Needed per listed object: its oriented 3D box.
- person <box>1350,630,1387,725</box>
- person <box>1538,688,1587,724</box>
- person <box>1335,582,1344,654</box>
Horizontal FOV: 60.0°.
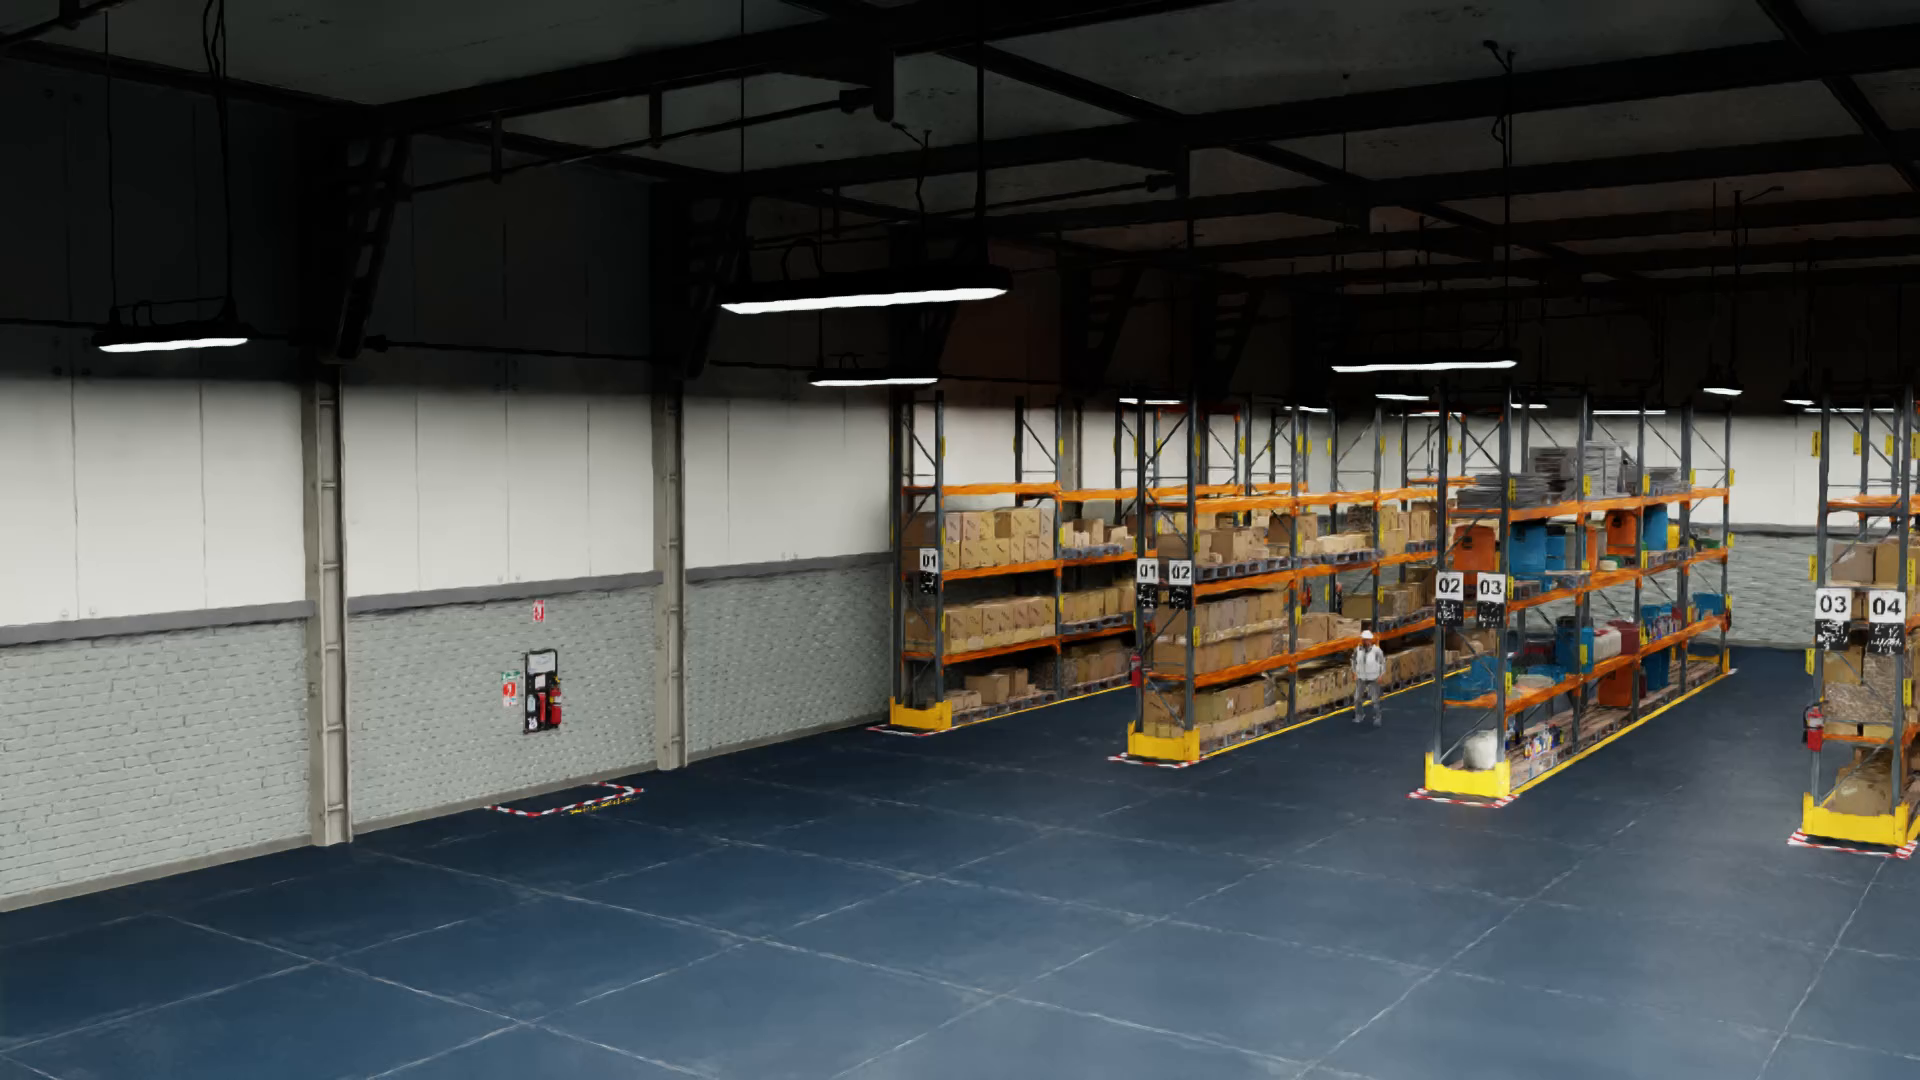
[{"bbox_3d":[7.333,2.464,29.900,0.677,1.726,0.574,2,4,33],"label":"person"},{"bbox_3d":[10.821,2.520,29.776,0.945,1.600,0.507,-2,4,-33],"label":"person"},{"bbox_3d":[9.145,1.861,40.148,0.386,1.727,0.654,2,4,26],"label":"person"}]
